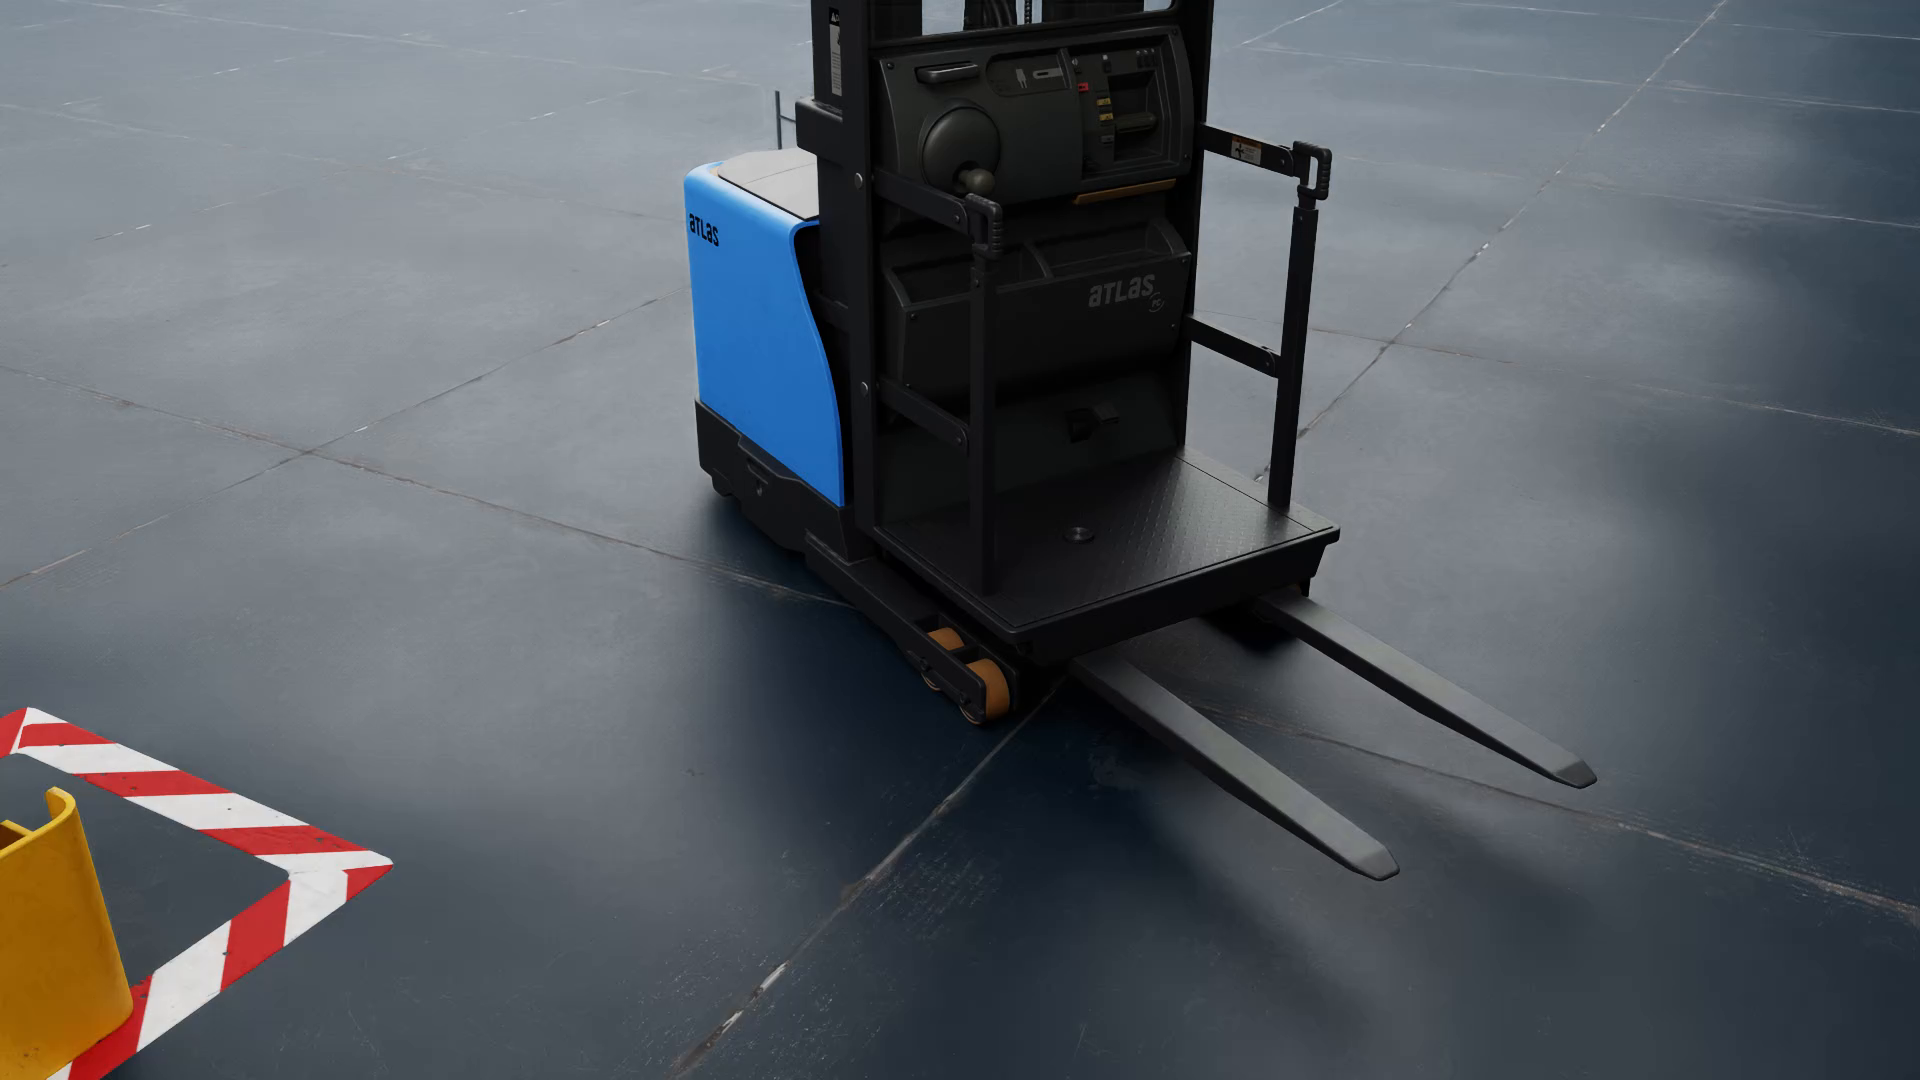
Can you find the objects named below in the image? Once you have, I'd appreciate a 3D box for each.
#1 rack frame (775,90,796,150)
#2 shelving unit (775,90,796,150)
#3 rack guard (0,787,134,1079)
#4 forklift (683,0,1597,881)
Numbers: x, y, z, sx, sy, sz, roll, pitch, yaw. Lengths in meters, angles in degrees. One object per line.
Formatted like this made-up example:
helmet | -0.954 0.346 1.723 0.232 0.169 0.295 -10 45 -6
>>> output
rack frame | -0.553 -0.930 5.767 0.006 1.200 0.240 -16 31 -30
shelving unit | -0.477 -0.952 5.812 0.189 1.200 0.258 -16 31 -30
rack guard | -2.235 0.660 3.374 1.175 0.500 0.348 14 30 26
forklift | 0.331 -1.075 4.122 1.130 2.935 3.031 -16 31 -28
